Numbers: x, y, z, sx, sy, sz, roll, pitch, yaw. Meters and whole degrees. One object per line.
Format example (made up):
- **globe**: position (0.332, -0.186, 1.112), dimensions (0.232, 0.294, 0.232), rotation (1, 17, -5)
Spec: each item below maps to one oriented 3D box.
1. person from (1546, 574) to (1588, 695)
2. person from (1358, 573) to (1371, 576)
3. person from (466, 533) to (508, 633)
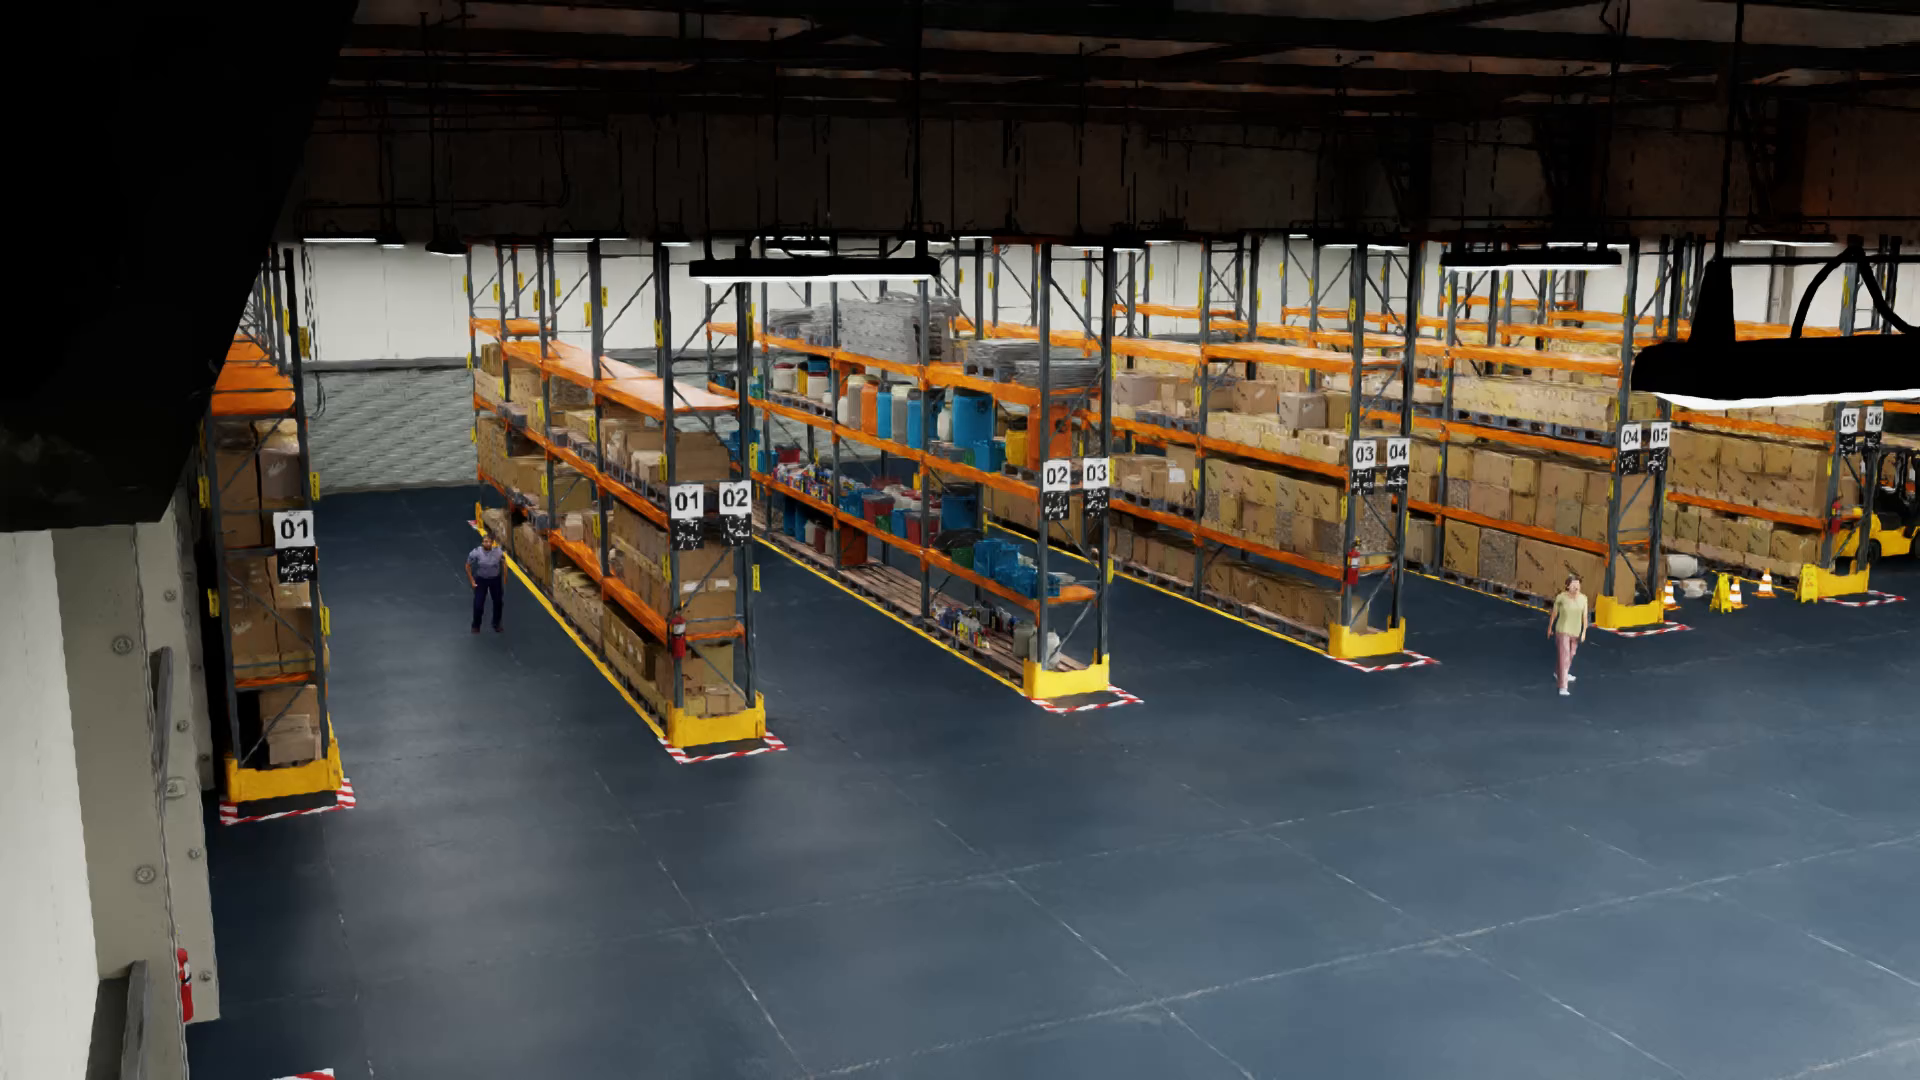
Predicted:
- **person**: position (8.242, 1.238, 22.515), dimensions (0.488, 1.612, 0.957), rotation (0, 11, -2)
- **person**: position (7.119, -0.217, 29.830), dimensions (0.541, 1.660, 0.600), rotation (1, 11, 8)
- **person**: position (-7.281, 0.658, 25.630), dimensions (0.625, 1.580, 0.517), rotation (-5, 12, -26)
